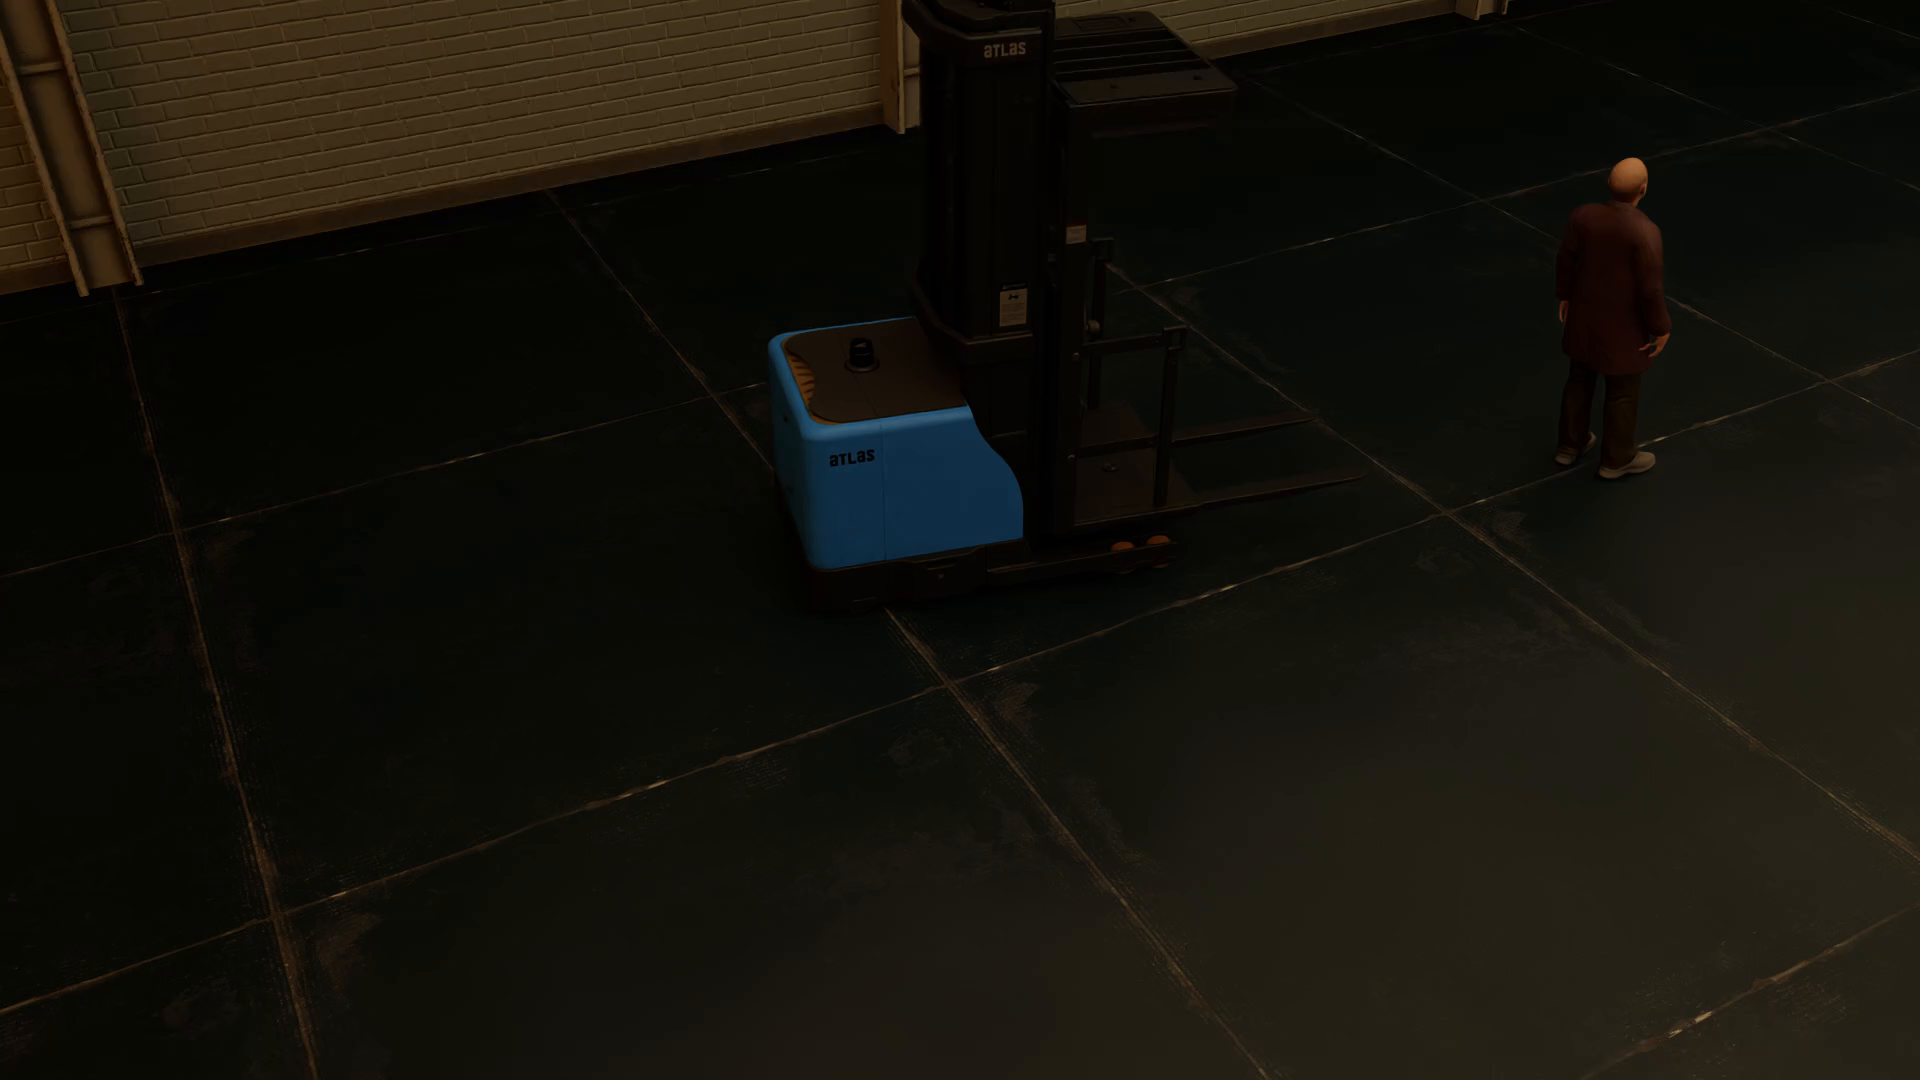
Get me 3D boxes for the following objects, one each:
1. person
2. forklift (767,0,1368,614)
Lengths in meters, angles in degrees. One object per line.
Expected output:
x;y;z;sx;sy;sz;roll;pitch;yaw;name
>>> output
3.448;-1.174;8.779;0.475;1.784;0.690;-22;41;-27;person
0.605;-1.307;7.973;3.031;2.935;1.130;-9;36;-13;forklift
